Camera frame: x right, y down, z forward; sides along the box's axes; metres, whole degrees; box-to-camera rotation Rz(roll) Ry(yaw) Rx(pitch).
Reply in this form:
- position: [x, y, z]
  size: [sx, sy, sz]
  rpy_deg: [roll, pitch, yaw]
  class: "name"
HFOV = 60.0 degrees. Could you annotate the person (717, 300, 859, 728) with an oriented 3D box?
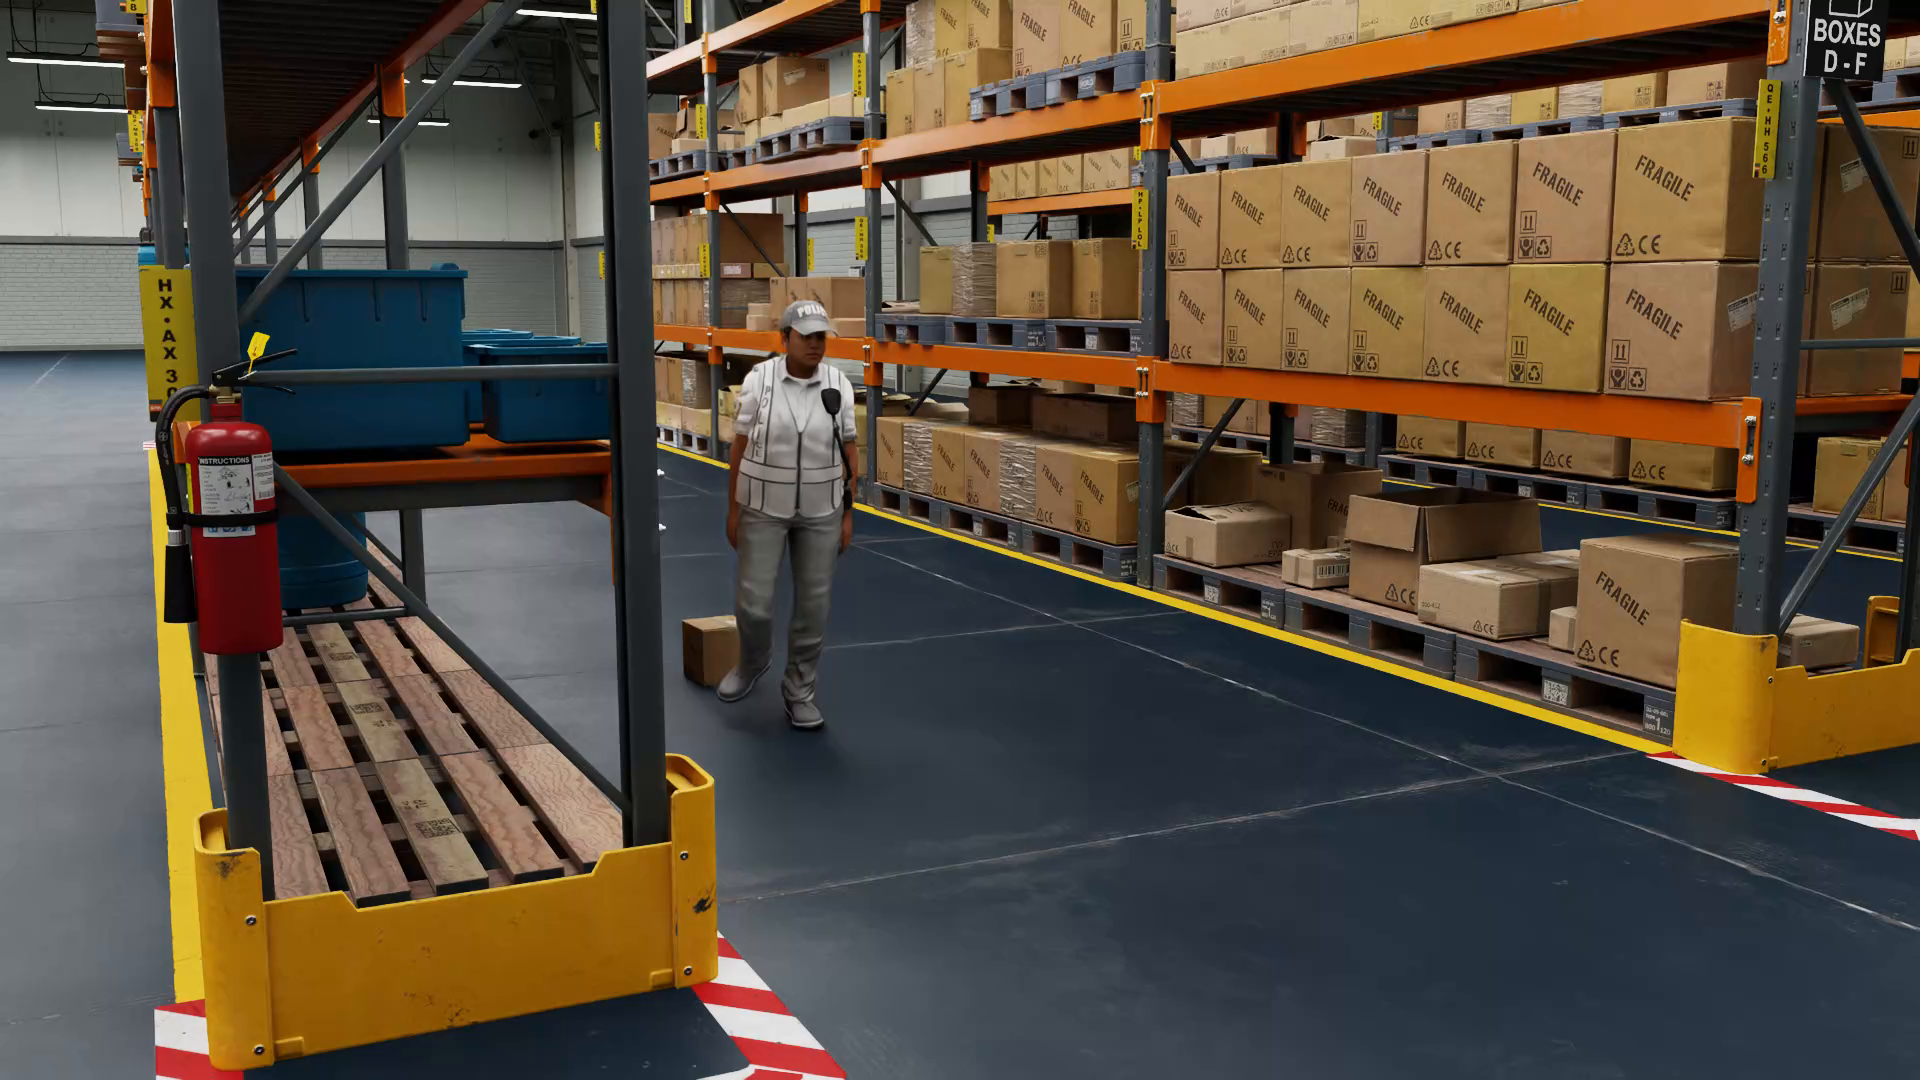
- position: [-0.669, -0.098, 6.457]
  size: [0.555, 1.655, 0.556]
  rpy_deg: [-2, 9, -14]
  class: "person"
